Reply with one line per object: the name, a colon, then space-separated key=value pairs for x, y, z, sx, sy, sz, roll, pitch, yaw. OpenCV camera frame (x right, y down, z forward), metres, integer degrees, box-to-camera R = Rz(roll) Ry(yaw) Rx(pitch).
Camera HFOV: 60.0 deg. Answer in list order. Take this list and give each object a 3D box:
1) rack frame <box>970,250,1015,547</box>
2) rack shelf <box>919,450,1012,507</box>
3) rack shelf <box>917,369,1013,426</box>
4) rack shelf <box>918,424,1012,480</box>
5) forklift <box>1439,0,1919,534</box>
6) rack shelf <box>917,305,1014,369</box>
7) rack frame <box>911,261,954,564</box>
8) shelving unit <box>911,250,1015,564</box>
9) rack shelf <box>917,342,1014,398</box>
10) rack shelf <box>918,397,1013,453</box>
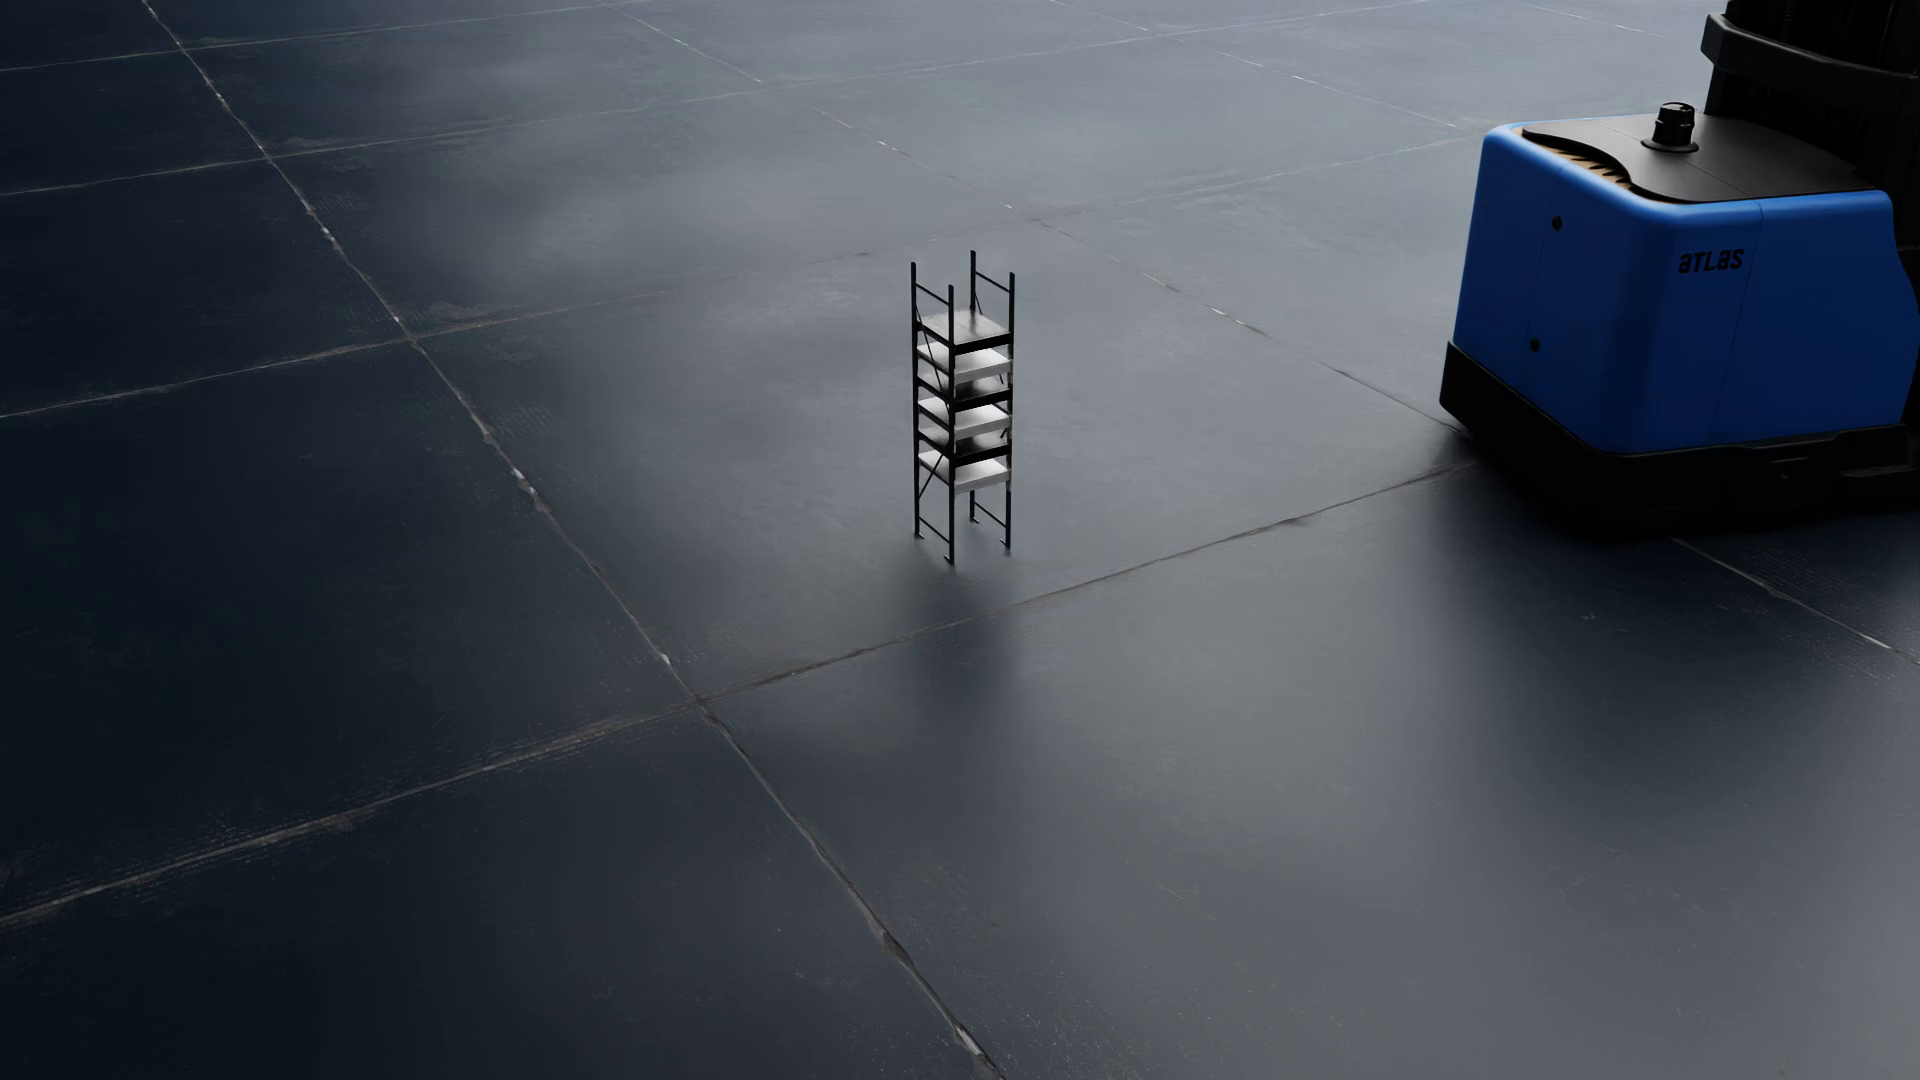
rack frame: x=0.095 y=-0.421 z=5.081 sx=0.006 sy=0.900 sz=0.240 roll=-16 pitch=33 yaw=-26
rack shelf: x=0.007 y=-0.209 z=5.139 sx=0.200 sy=0.077 sz=0.258 roll=-16 pitch=33 yaw=-26
rack shelf: x=0.007 y=-0.446 z=5.009 sx=0.200 sy=0.077 sz=0.258 roll=-16 pitch=33 yaw=-26
rack shelf: x=0.007 y=-0.288 z=5.096 sx=0.200 sy=0.077 sz=0.258 roll=-16 pitch=33 yaw=-26
forklift: x=3.300 y=-1.672 z=5.247 sx=3.031 sy=2.935 sz=1.130 roll=-7 pitch=30 yaw=-12
rack shelf: x=0.007 y=-0.603 z=4.922 sx=0.200 sy=0.077 sz=0.258 roll=-16 pitch=33 yaw=-26
rack frame: x=-0.081 y=-0.371 z=4.991 sx=0.006 sy=0.900 sz=0.240 roll=-16 pitch=33 yaw=-26
shelving unit: x=0.007 y=-0.396 z=5.036 sx=0.210 sy=0.900 sz=0.258 roll=-16 pitch=33 yaw=-26
rack shelf: x=0.007 y=-0.524 z=4.965 sx=0.200 sy=0.077 sz=0.258 roll=-16 pitch=33 yaw=-26
rack shelf: x=0.007 y=-0.367 z=5.052 sx=0.200 sy=0.077 sz=0.258 roll=-16 pitch=33 yaw=-26
